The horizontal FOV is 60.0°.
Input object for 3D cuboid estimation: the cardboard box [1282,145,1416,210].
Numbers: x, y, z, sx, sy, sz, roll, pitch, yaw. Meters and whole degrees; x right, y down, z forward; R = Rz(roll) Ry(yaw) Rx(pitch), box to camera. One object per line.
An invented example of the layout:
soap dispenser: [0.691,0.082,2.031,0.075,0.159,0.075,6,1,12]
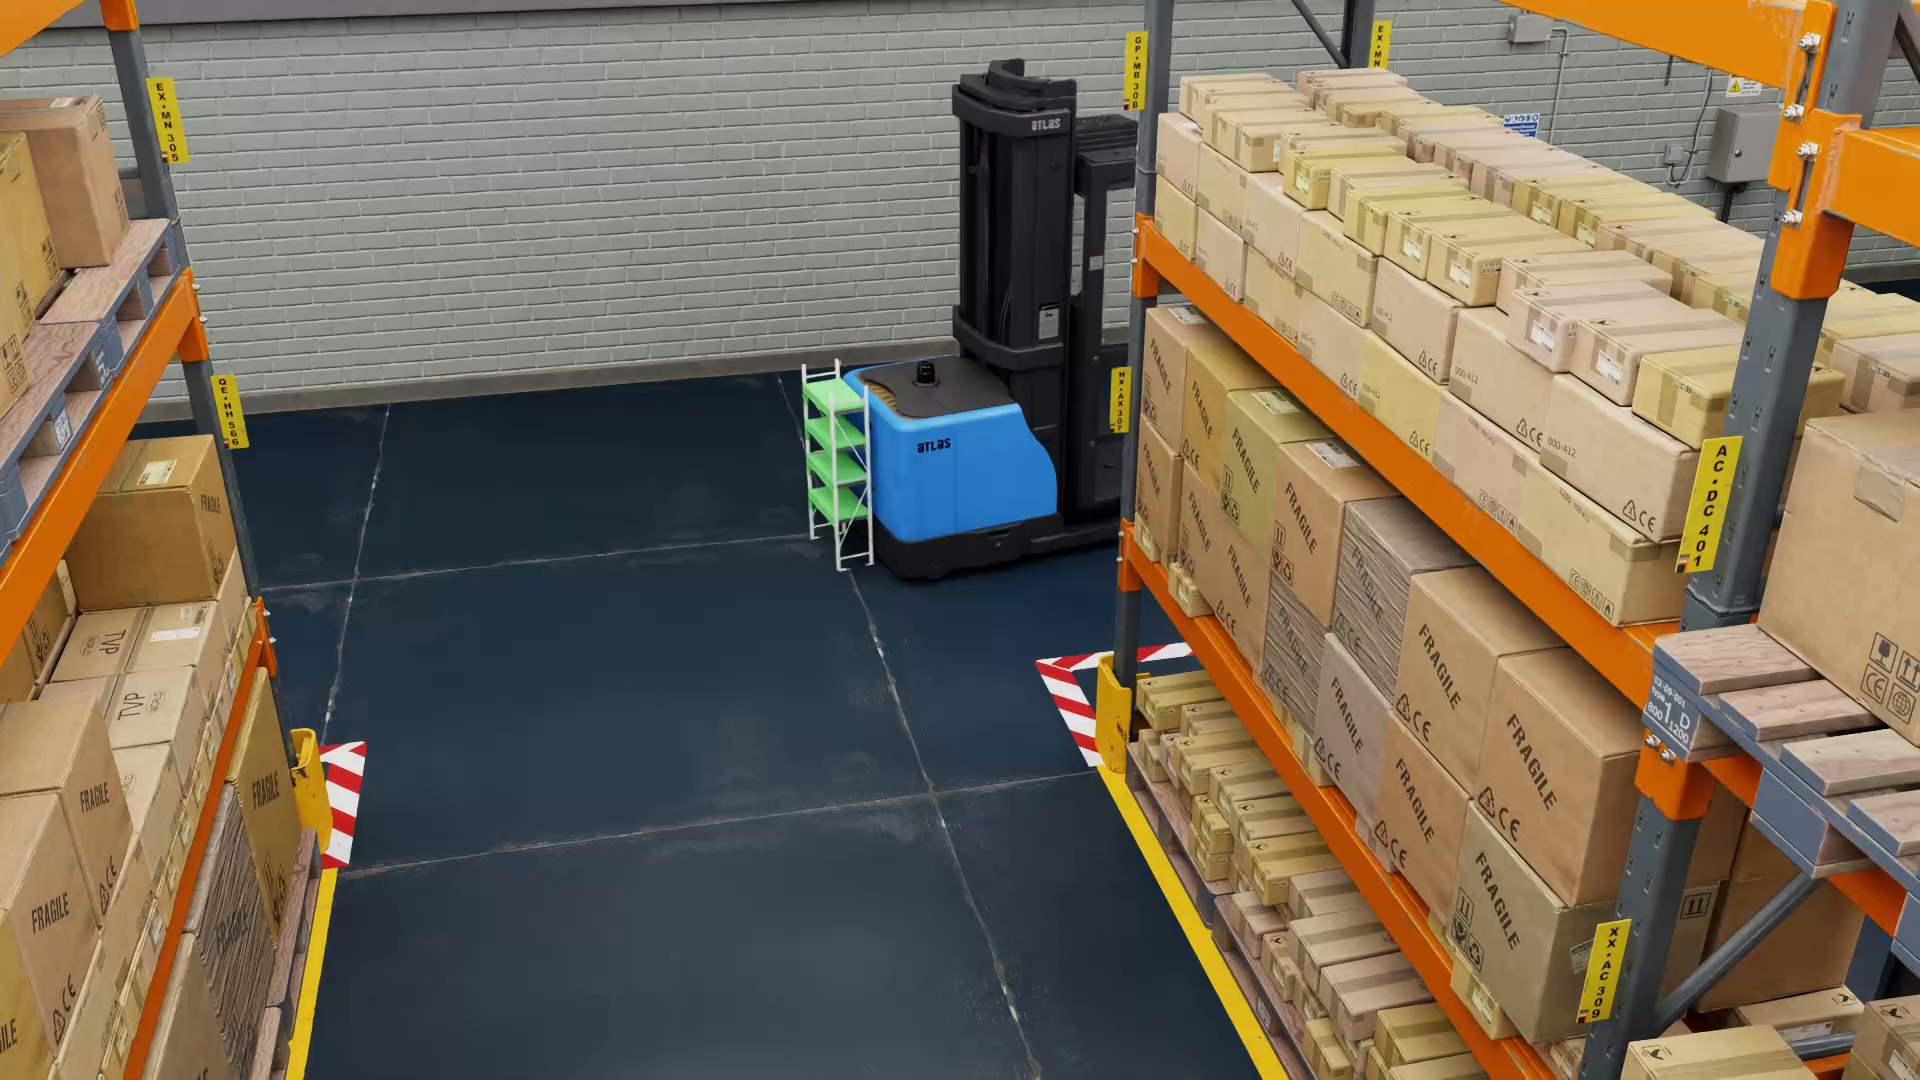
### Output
cardboard box: [1.342,-1.253,5.744,0.380,0.149,0.250,-5,27,-10]

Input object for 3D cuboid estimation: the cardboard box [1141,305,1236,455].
cardboard box: [1.121,-0.720,7.296,0.500,0.500,0.500,-6,27,-12]

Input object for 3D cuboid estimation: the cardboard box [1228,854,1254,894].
cardboard box: [1.388,1.468,7.210,0.380,0.149,0.250,-6,27,-11]

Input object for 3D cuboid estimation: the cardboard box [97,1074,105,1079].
cardboard box: [-2.537,1.613,4.504,0.380,0.149,0.250,-5,27,-10]

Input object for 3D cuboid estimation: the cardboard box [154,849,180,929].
cardboard box: [-2.770,1.160,5.402,0.380,0.149,0.250,-7,28,-13]

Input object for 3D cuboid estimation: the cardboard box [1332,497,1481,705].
cardboard box: [1.588,0.181,5.512,0.500,0.500,0.500,-5,27,-10]

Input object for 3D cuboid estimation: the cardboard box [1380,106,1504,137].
cardboard box: [1.824,-1.541,6.315,0.380,0.149,0.250,-6,27,-11]

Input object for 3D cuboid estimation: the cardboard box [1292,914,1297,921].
cardboard box: [1.552,1.578,6.662,0.380,0.149,0.250,-5,27,-9]

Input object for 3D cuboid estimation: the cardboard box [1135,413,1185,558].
cardboard box: [1.111,-0.272,7.519,0.500,0.500,0.500,-5,27,-9]

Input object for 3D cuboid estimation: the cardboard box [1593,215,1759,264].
cardboard box: [2.118,-0.847,4.939,0.380,0.149,0.250,-7,28,-13]

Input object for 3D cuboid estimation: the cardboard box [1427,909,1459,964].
cardboard box: [1.722,1.221,5.280,0.380,0.149,0.250,-5,27,-10]

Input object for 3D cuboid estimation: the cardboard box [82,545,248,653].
cardboard box: [-3.209,0.259,6.743,0.500,0.250,0.500,-6,27,-12]

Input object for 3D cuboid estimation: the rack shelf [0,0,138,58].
rack shelf: [-3.126,-1.161,4.306,1.077,0.370,4.000,-6,27,-12]

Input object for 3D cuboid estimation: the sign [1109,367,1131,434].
sign: [0.750,-0.651,7.750,0.100,0.325,0.005,-6,27,-12]

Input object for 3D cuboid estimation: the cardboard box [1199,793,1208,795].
cardboard box: [1.295,1.113,7.584,0.380,0.149,0.250,-6,27,-11]

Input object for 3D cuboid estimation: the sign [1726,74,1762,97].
sign: [6.764,-3.943,14.317,0.339,0.242,0.001,-6,27,-12]

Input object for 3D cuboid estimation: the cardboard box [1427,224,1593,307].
cardboard box: [1.601,-0.804,4.853,0.380,0.149,0.250,-7,28,-14]

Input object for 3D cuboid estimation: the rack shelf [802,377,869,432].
rack shelf: [-0.761,-0.833,10.144,0.258,0.148,0.480,-12,29,-21]

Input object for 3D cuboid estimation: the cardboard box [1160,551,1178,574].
cardboard box: [1.130,0.075,7.551,0.380,0.149,0.250,-5,27,-10]

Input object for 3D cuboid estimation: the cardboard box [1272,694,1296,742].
cardboard box: [1.434,0.647,6.417,0.380,0.149,0.250,-5,27,-10]

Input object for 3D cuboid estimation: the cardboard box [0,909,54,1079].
cardboard box: [-2.534,1.259,3.932,0.500,0.500,0.500,-6,27,-12]

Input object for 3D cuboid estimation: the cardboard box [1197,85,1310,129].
cardboard box: [1.170,-1.714,6.657,0.380,0.149,0.250,-5,27,-10]

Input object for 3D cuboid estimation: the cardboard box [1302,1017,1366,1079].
cardboard box: [1.527,1.929,6.296,0.380,0.149,0.250,-6,27,-12]

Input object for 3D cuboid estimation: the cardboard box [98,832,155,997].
cardboard box: [-2.755,1.151,4.977,0.500,0.250,0.500,-5,27,-10]

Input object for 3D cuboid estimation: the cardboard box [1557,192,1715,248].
cardboard box: [2.101,-0.971,5.186,0.380,0.149,0.250,-5,27,-9]

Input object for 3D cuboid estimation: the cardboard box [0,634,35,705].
cardboard box: [-3.496,0.423,5.586,0.500,0.500,0.500,-7,28,-13]

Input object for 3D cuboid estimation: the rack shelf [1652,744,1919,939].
rack shelf: [2.631,1.296,2.322,1.077,0.370,4.000,-6,27,-12]

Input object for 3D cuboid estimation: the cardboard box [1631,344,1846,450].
cardboard box: [1.843,-0.347,3.948,0.380,0.149,0.250,-7,28,-14]

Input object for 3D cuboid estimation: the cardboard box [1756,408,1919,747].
cardboard box: [2.159,0.042,3.431,0.700,0.500,0.500,-6,27,-12]

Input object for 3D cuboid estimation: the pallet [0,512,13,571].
pallet: [-2.849,0.236,3.724,1.003,0.211,1.213,-6,27,-12]

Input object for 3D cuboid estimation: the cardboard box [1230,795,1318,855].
cardboard box: [1.367,1.220,7.042,0.380,0.149,0.250,-5,27,-10]

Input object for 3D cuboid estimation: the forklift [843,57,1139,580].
forklift: [0.808,-1.493,10.456,3.031,2.935,1.130,-11,29,-22]

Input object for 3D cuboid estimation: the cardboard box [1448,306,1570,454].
cardboard box: [1.723,-0.466,4.626,0.500,0.250,0.500,-7,28,-14]

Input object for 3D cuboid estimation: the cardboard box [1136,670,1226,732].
cardboard box: [1.066,0.764,7.944,0.380,0.149,0.250,-7,28,-14]

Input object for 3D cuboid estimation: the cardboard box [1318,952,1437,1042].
cardboard box: [1.554,1.678,6.134,0.380,0.149,0.250,-7,28,-14]

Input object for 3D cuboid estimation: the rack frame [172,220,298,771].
rack frame: [-3.576,0.139,7.145,1.000,3.000,0.127,-6,27,-12]

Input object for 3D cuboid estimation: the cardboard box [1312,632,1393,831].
cardboard box: [1.569,0.629,5.735,0.500,0.500,0.500,-6,27,-12]

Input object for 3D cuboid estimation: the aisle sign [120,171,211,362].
aisle sign: [-3.300,-1.083,6.682,0.394,0.787,0.004,-6,27,-12]

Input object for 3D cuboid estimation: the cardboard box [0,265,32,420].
cardboard box: [-3.006,-0.538,4.471,0.700,0.500,0.500,-5,27,-9]

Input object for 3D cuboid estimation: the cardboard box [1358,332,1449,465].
cardboard box: [1.590,-0.467,5.184,0.500,0.250,0.500,-6,27,-12]

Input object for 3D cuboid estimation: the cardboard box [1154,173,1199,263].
cardboard box: [1.131,-1.369,6.971,0.500,0.250,0.500,-5,27,-10]

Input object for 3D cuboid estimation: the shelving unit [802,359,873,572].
shelving unit: [-0.759,-0.462,10.333,0.258,1.200,0.503,-12,29,-21]

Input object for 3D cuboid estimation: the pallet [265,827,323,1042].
pallet: [-3.320,1.727,7.093,1.003,0.211,1.213,-6,27,-12]

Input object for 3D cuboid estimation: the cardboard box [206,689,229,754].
cardboard box: [-3.004,0.709,6.295,0.380,0.149,0.250,-5,27,-11]

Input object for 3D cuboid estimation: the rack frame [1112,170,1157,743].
rack frame: [1.279,-0.320,8.055,1.000,3.000,0.127,-6,27,-12]

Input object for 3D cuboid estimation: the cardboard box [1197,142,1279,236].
cardboard box: [1.243,-1.367,6.412,0.500,0.250,0.500,-6,27,-12]

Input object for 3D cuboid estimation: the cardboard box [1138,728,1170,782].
cardboard box: [1.085,1.028,8.082,0.380,0.149,0.250,-5,27,-11]

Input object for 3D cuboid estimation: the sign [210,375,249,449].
sign: [-3.045,-0.532,6.928,0.100,0.325,0.005,-6,27,-12]
